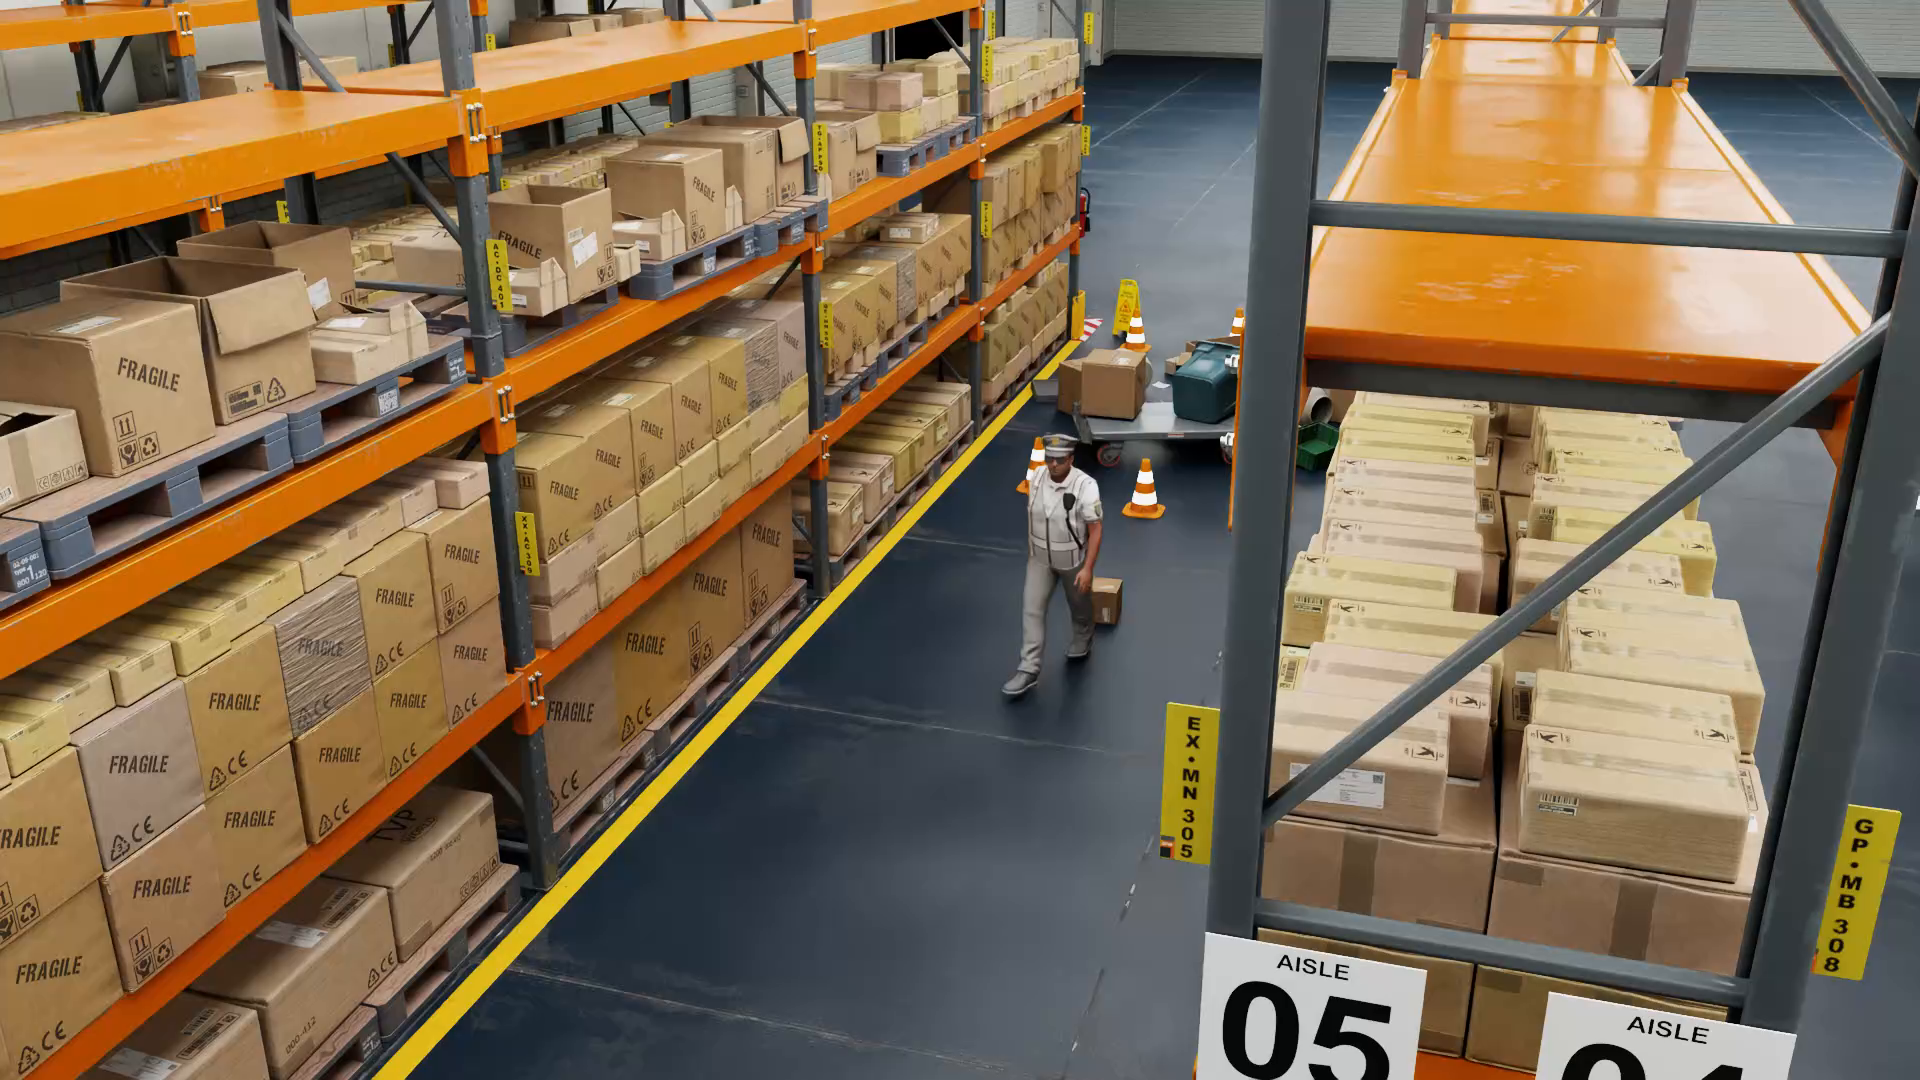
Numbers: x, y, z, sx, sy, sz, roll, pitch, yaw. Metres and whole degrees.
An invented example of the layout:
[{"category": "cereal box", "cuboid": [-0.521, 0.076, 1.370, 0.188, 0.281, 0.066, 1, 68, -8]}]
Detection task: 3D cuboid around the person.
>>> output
[{"category": "person", "cuboid": [0.648, 0.099, 10.825, 0.570, 1.692, 1.042, 9, 24, 22]}]
